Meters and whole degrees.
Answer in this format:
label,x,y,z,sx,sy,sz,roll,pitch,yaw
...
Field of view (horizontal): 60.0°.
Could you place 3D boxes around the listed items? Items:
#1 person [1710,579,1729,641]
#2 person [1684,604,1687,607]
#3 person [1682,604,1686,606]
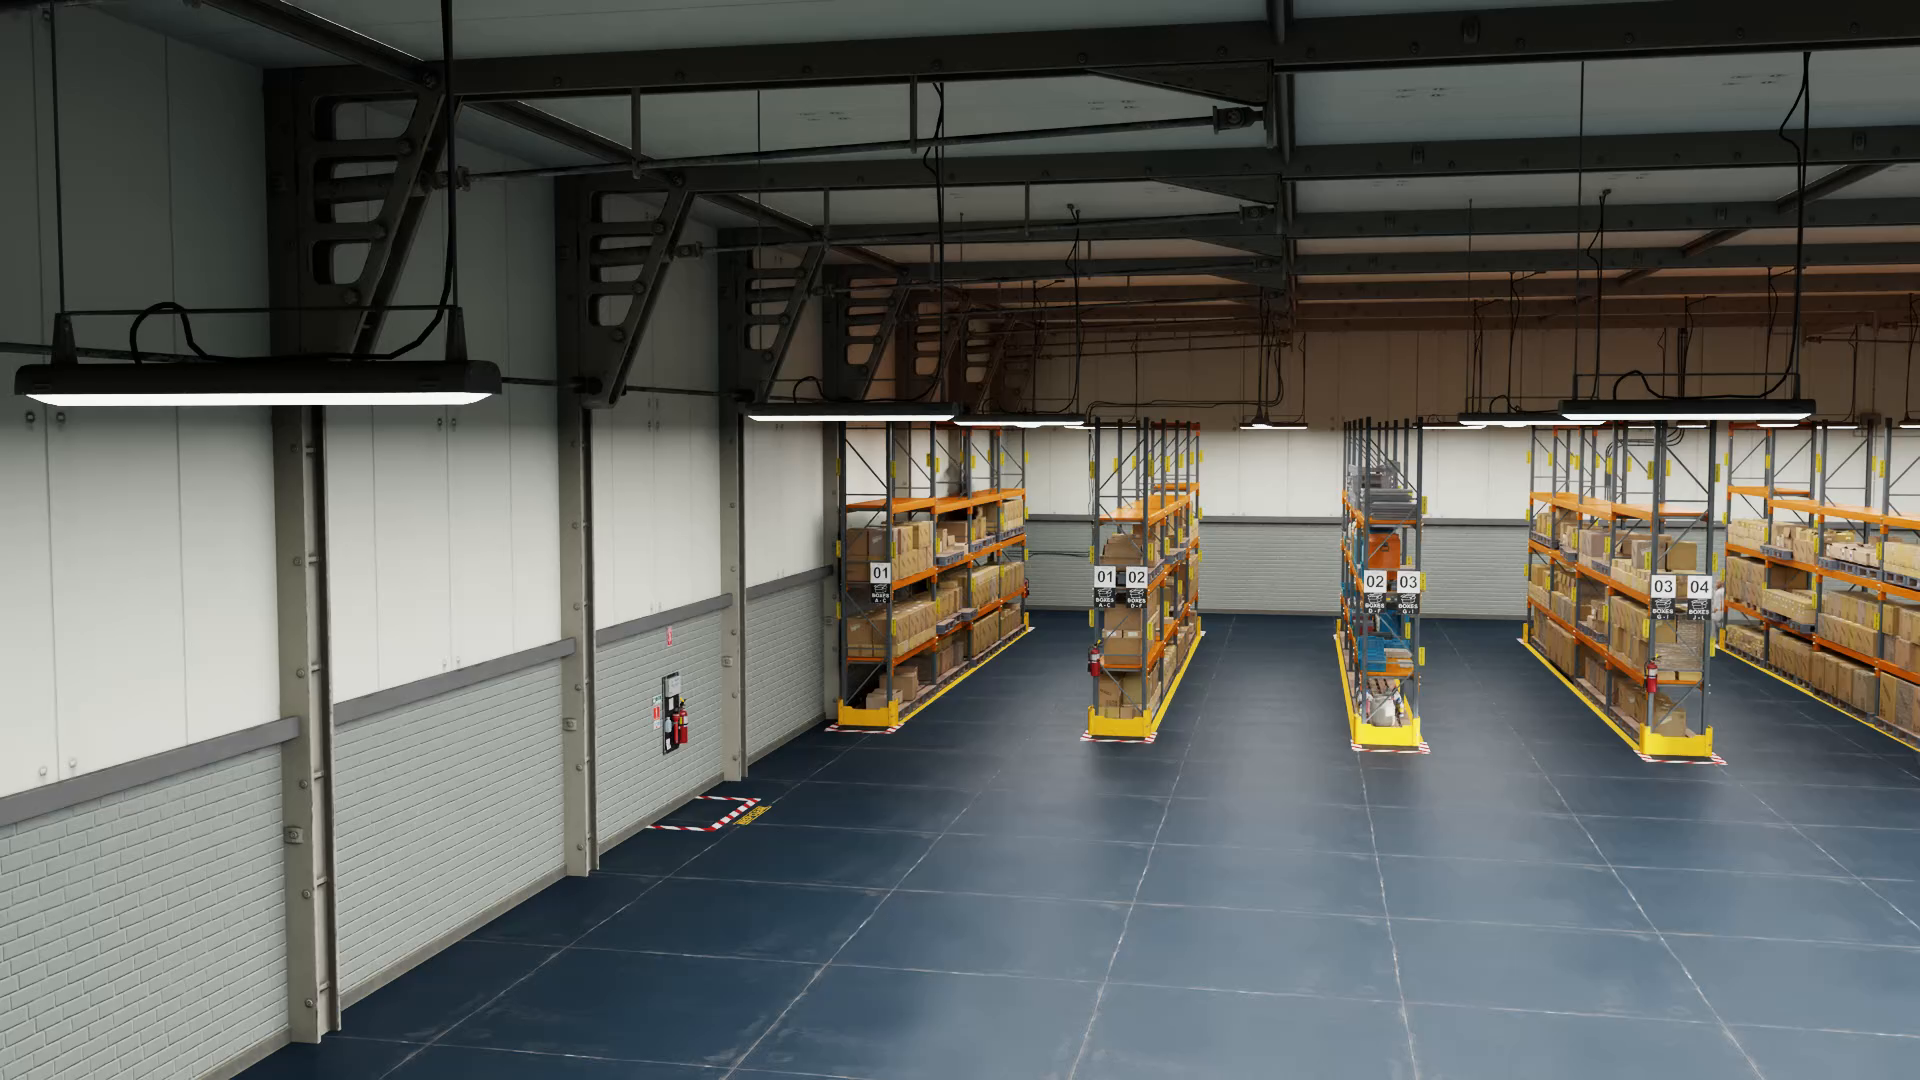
label,x,y,z,sx,sy,sz,roll,pitch,yaw
person,20.723,1.966,45.331,0.749,1.632,0.749,0,4,5
person,18.628,2.183,42.245,0.618,1.655,0.598,1,4,20
person,19.798,1.938,45.190,0.556,1.708,0.711,-1,4,-18
